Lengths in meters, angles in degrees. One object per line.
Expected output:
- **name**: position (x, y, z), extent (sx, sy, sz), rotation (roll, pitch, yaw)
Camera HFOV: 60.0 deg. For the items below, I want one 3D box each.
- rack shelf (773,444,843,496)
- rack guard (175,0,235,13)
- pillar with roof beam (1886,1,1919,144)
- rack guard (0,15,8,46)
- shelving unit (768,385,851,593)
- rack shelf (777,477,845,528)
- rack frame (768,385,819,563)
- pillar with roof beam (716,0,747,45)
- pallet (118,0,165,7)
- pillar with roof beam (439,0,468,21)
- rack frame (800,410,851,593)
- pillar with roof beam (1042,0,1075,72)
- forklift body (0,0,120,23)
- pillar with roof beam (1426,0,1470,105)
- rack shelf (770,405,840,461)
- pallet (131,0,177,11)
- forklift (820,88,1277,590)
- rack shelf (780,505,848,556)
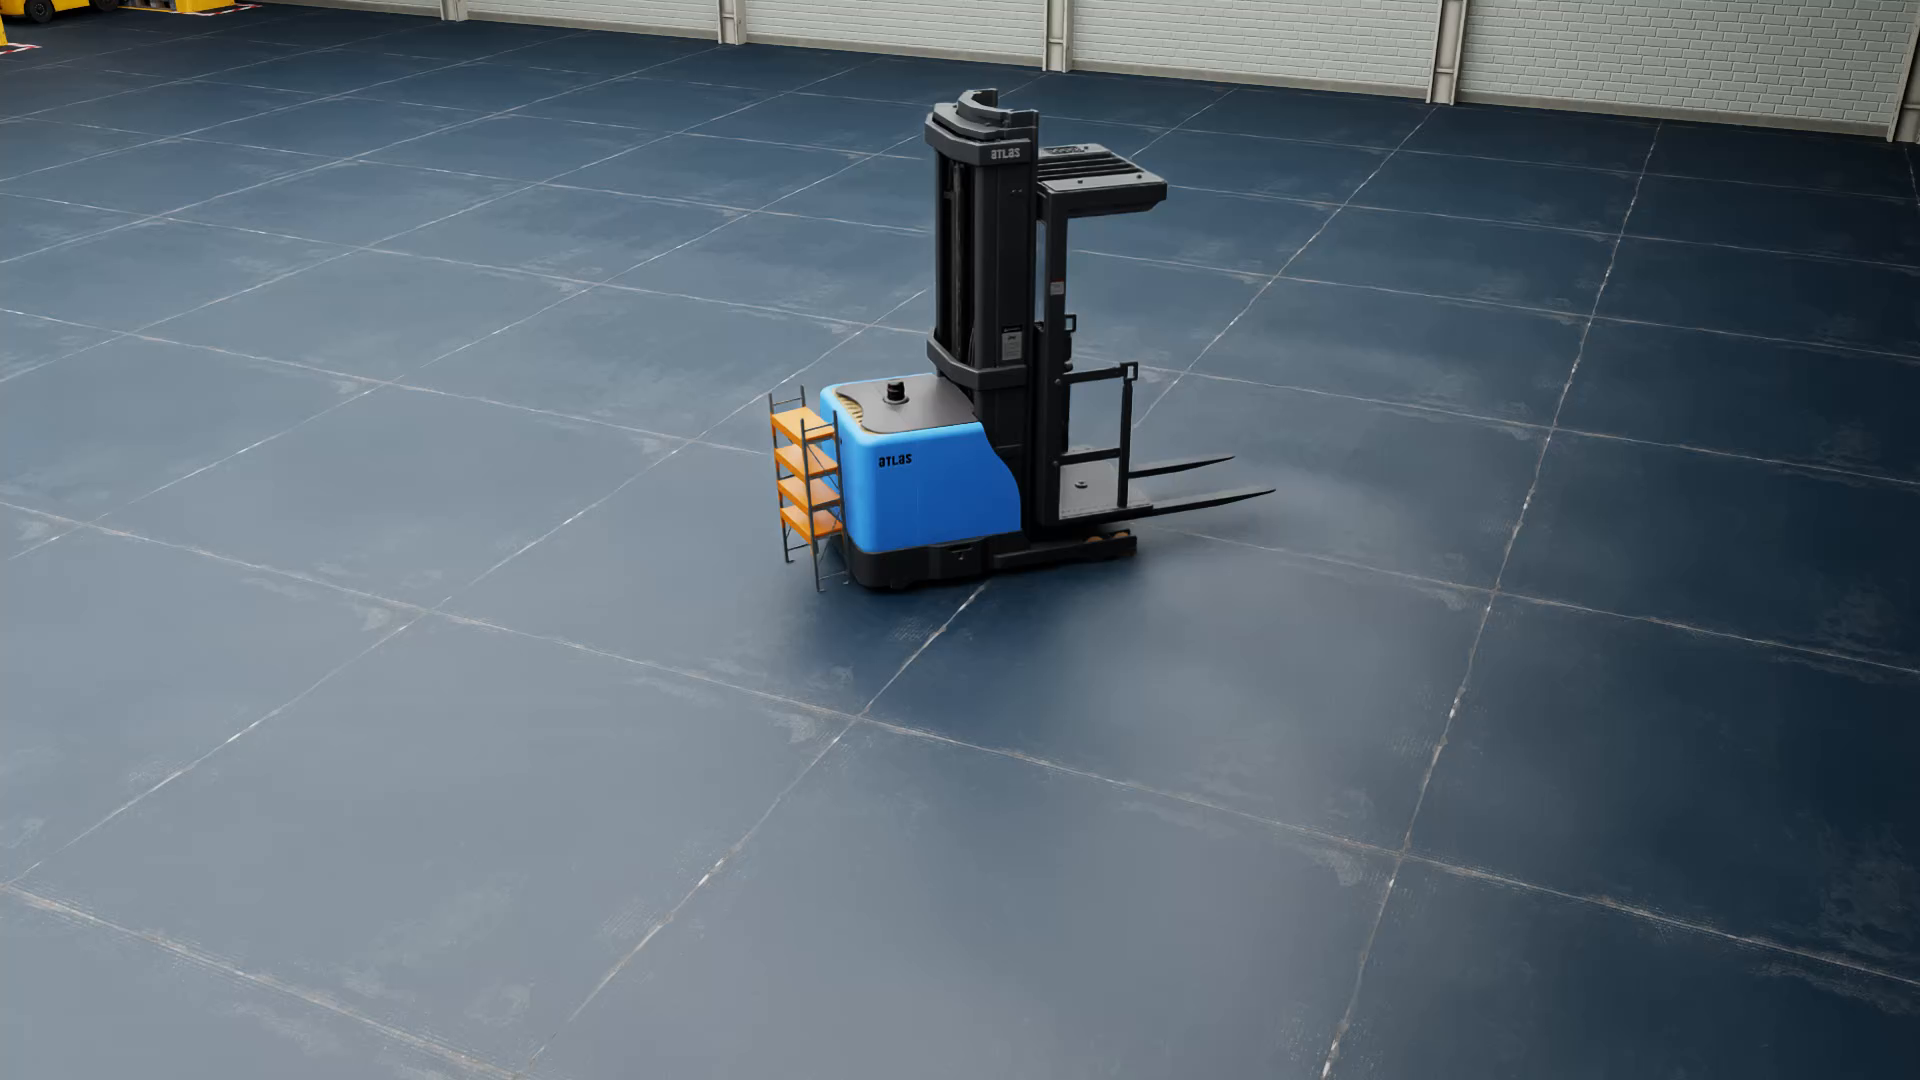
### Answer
- **rack shelf**: position (-0.957, -0.460, 10.459), extent (0.258, 0.148, 0.480), rotation (-16, 30, -24)
- **rack guard**: position (-14.554, -10.497, 32.004), extent (0.348, 0.500, 1.175), rotation (11, 28, 22)
- **pillar with roof beam**: position (10.691, -7.588, 16.474), extent (0.400, 9.000, 9.100), rotation (11, 28, 22)
- **rack guard**: position (-16.696, -8.519, 27.986), extent (0.348, 0.500, 1.175), rotation (11, 28, 22)
- **shelving unit**: position (-0.950, -0.322, 10.531), extent (0.258, 1.200, 0.503), rotation (-16, 30, -24)
- **rack shelf**: position (-0.948, -0.262, 10.562), extent (0.258, 0.148, 0.480), rotation (-16, 30, -24)
- **rack frame**: position (-1.069, -0.416, 10.723), extent (0.240, 1.200, 0.015), rotation (-16, 30, -24)
- **pillar with roof beam**: position (-5.695, -10.879, 23.158), extent (0.400, 9.000, 9.100), rotation (11, 28, 22)
- **pallet**: position (-16.396, -10.718, 32.781), extent (1.213, 0.211, 1.003), rotation (11, 28, 22)
- **pillar with roof beam**: position (-11.156, -11.976, 25.386), extent (0.400, 9.000, 9.100), rotation (11, 28, 22)
- **rack frame**: position (-0.832, -0.227, 10.339), extent (0.240, 1.200, 0.015), rotation (-16, 30, -24)
- **pillar with roof beam**: position (-0.233, -9.782, 20.930), extent (0.400, 9.000, 9.100), rotation (11, 28, 22)
- **forklift body**: position (-17.057, -10.855, 30.863), extent (1.214, 2.155, 2.313), rotation (11, 28, 22)
- **pillar with roof beam**: position (5.229, -8.685, 18.702), extent (0.400, 9.000, 9.100), rotation (11, 28, 22)
- **rack shelf**: position (-0.967, -0.670, 10.350), extent (0.258, 0.148, 0.480), rotation (-16, 30, -24)
- **pallet**: position (-15.289, -10.495, 32.327), extent (1.213, 0.211, 1.003), rotation (11, 28, 22)
- **forklift**: position (0.646, -1.379, 10.734), extent (3.031, 2.935, 1.130), rotation (-9, 28, -17)
- **rack shelf**: position (-0.939, -0.086, 10.654), extent (0.258, 0.148, 0.480), rotation (-16, 30, -24)
